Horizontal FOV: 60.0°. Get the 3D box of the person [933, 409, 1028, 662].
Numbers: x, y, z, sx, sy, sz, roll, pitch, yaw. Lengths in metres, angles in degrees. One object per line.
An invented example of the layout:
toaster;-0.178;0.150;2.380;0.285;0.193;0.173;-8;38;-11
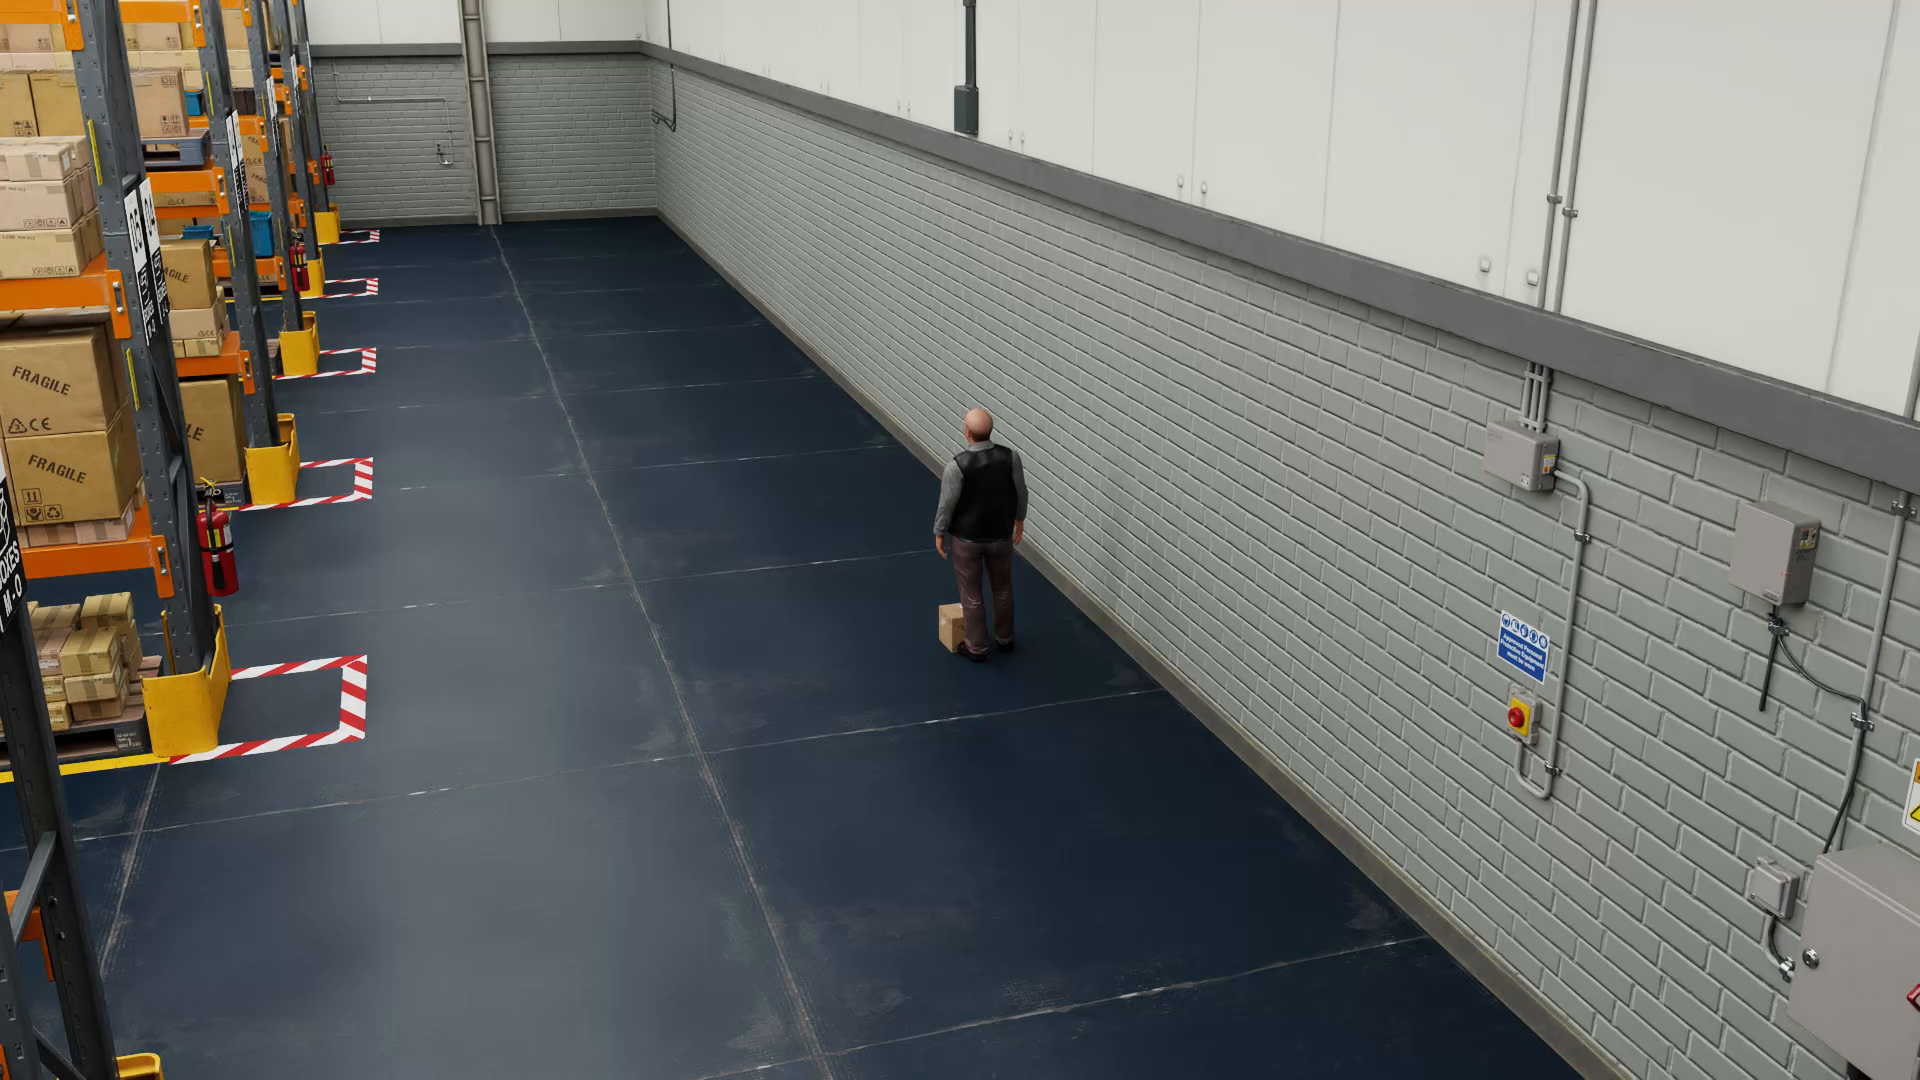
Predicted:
person;0.119;-0.047;10.833;0.632;1.721;0.568;-6;20;-17
